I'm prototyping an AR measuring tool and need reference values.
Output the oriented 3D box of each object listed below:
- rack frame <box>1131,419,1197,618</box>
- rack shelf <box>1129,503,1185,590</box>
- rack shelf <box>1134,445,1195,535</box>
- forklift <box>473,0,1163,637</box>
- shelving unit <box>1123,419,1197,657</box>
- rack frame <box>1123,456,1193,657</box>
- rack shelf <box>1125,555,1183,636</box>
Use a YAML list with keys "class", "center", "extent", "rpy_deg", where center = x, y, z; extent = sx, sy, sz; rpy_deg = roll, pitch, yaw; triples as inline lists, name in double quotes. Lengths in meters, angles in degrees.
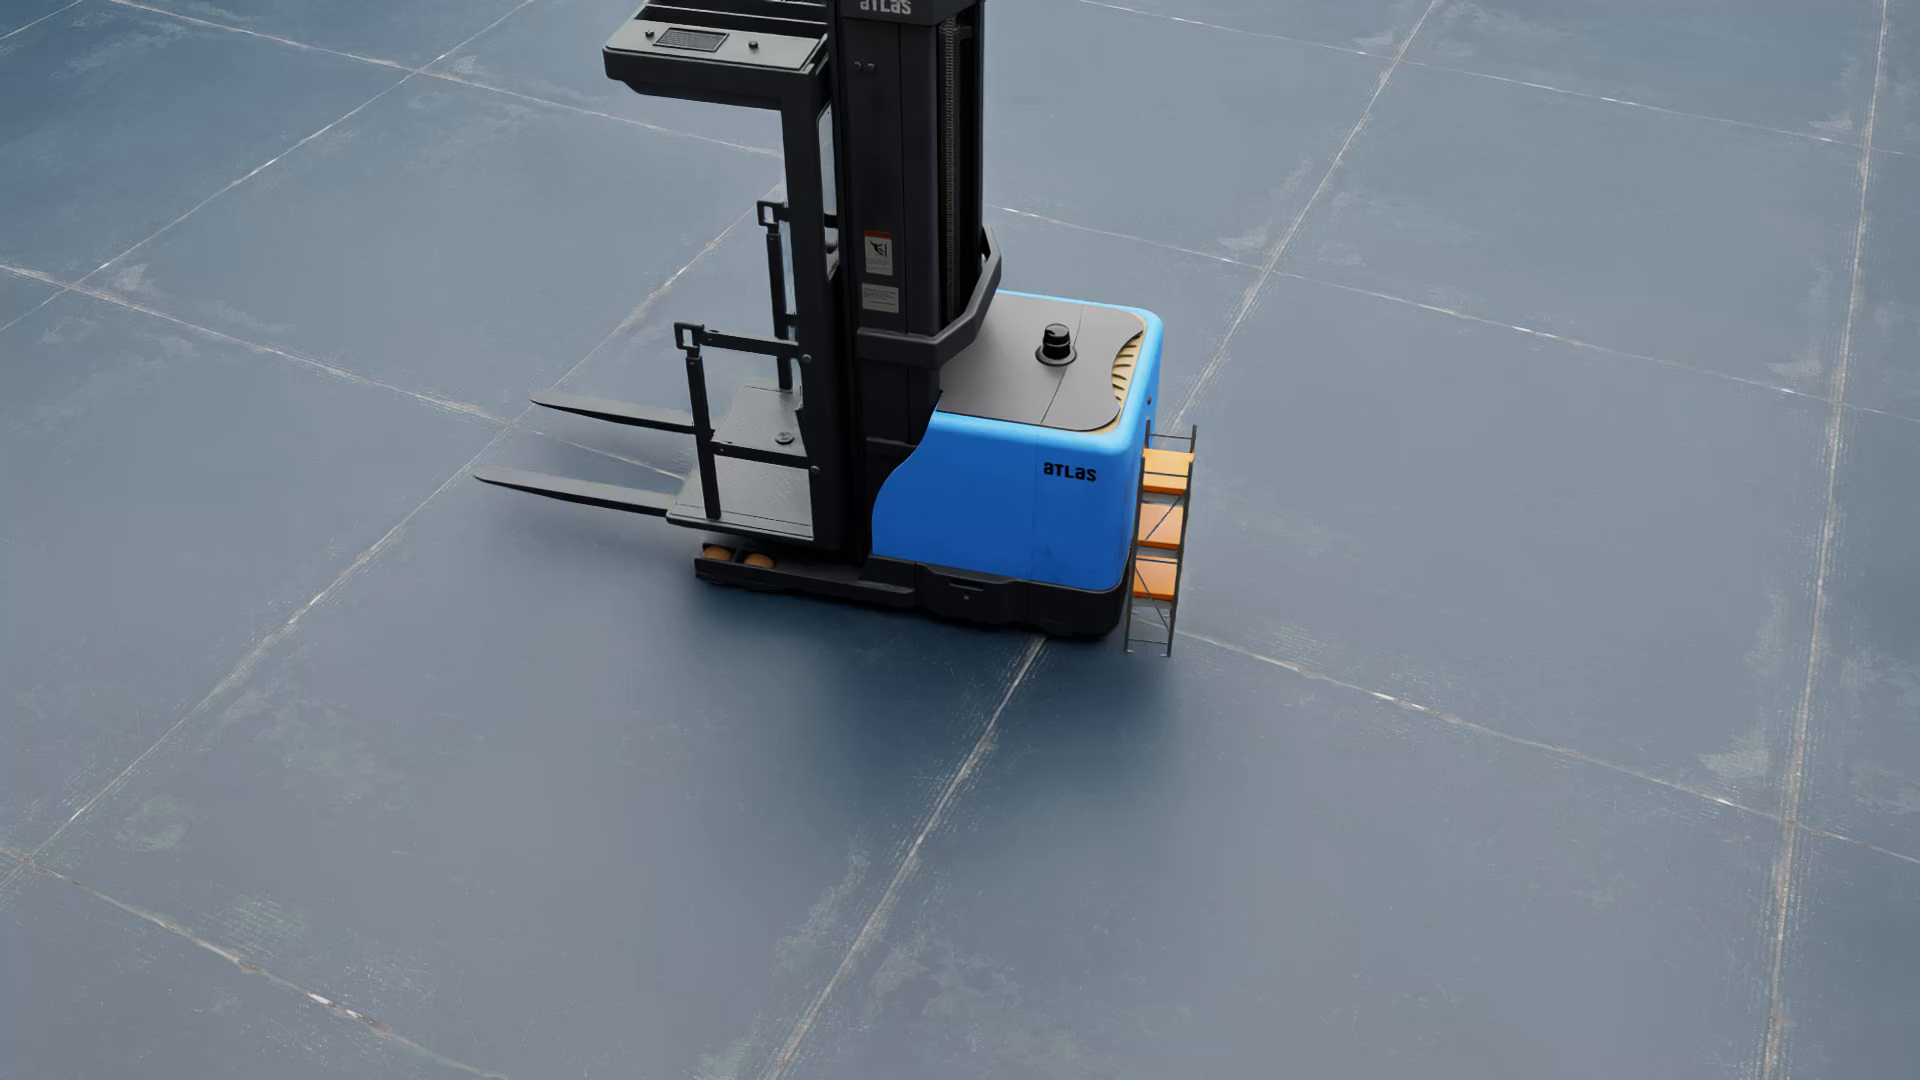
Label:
- class: "rack frame"
  center: [0.837, -0.070, 6.913]
  extent: [0.200, 1.050, 0.008]
  rpy_deg: [6, 41, 7]
- class: "rack shelf"
  center: [0.816, 0.017, 6.829]
  extent: [0.215, 0.259, 0.240]
  rpy_deg: [6, 41, 7]
- class: "rack shelf"
  center: [0.817, -0.198, 6.643]
  extent: [0.215, 0.259, 0.240]
  rpy_deg: [6, 41, 7]
- class: "forklift"
  center: [-0.690, -1.208, 6.790]
  extent: [3.031, 2.935, 1.130]
  rpy_deg: [9, 42, 10]
- class: "shelving unit"
  center: [0.816, 0.009, 6.822]
  extent: [0.215, 1.050, 0.252]
  rpy_deg: [6, 41, 7]
- class: "rack frame"
  center: [0.796, 0.088, 6.731]
  extent: [0.200, 1.050, 0.008]
  rpy_deg: [6, 41, 7]
- class: "rack shelf"
  center: [0.816, 0.227, 7.011]
  extent: [0.215, 0.259, 0.240]
  rpy_deg: [6, 41, 7]
